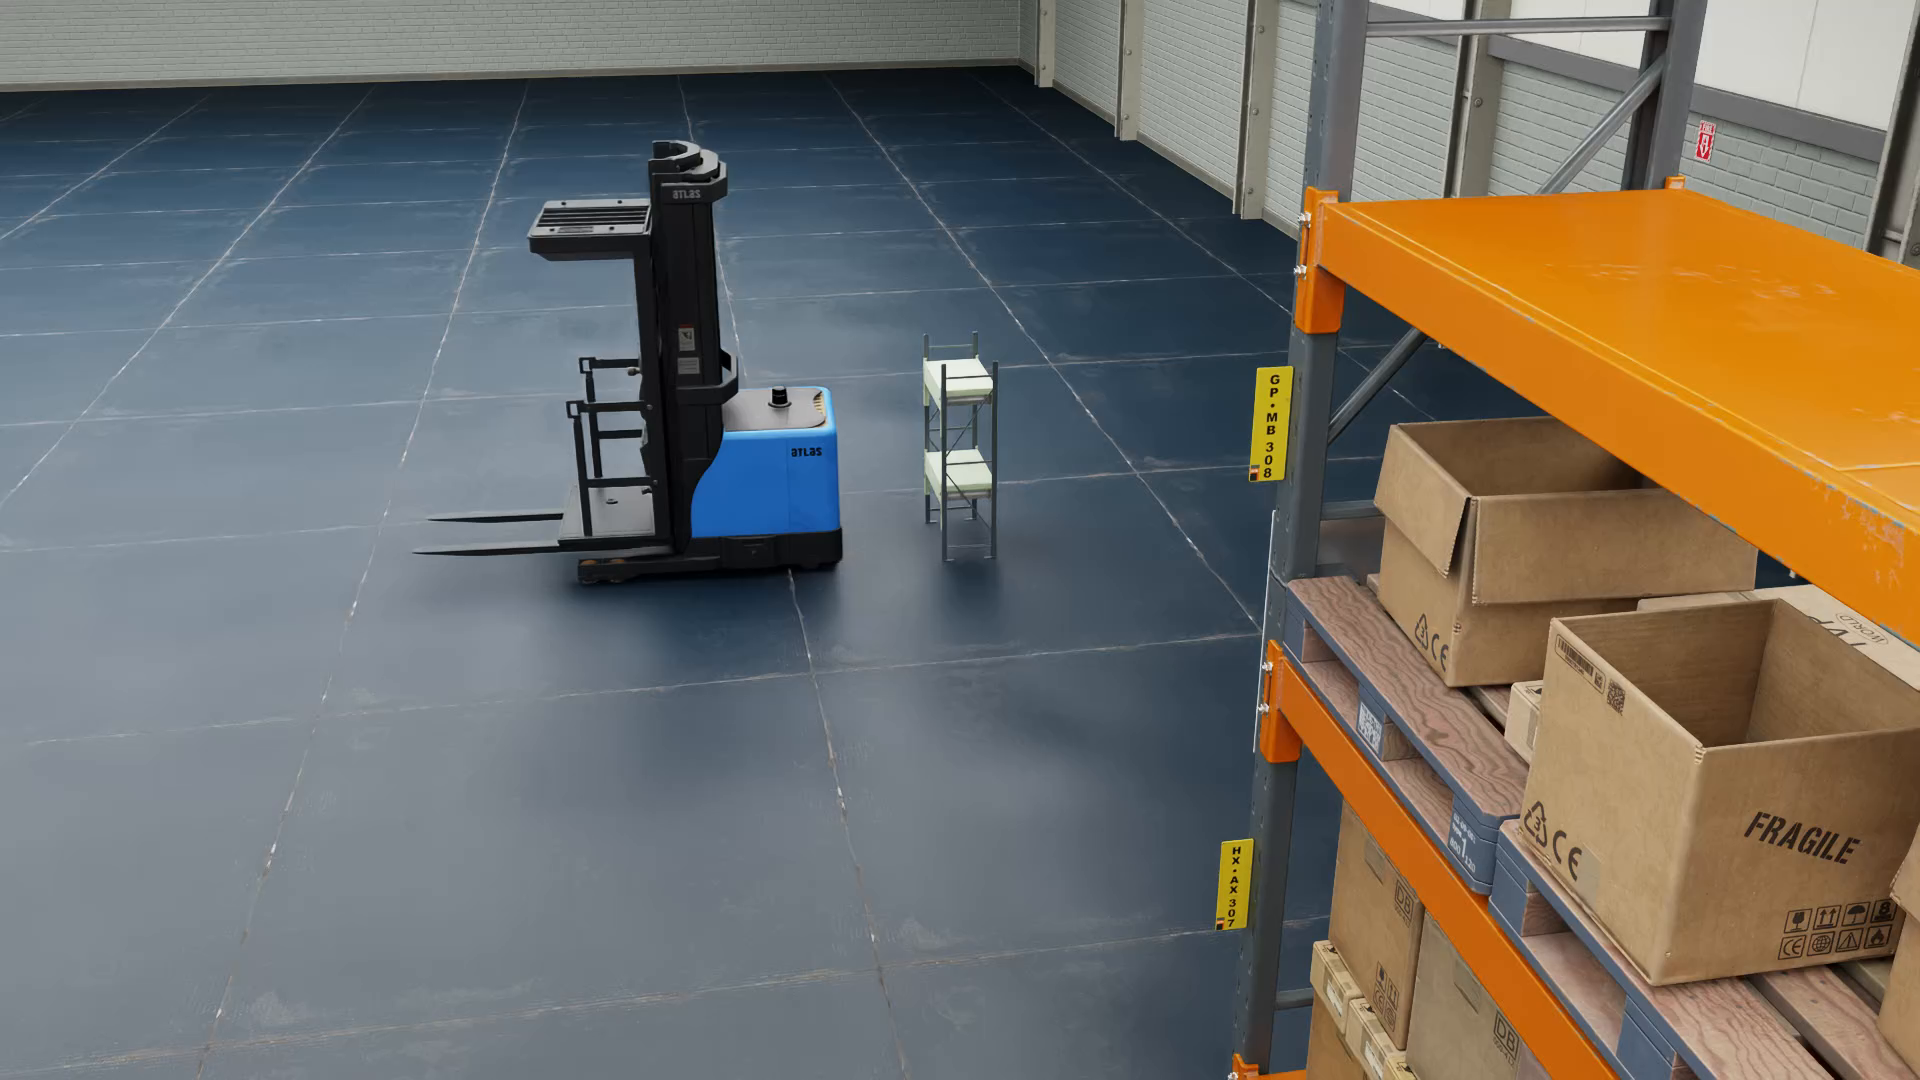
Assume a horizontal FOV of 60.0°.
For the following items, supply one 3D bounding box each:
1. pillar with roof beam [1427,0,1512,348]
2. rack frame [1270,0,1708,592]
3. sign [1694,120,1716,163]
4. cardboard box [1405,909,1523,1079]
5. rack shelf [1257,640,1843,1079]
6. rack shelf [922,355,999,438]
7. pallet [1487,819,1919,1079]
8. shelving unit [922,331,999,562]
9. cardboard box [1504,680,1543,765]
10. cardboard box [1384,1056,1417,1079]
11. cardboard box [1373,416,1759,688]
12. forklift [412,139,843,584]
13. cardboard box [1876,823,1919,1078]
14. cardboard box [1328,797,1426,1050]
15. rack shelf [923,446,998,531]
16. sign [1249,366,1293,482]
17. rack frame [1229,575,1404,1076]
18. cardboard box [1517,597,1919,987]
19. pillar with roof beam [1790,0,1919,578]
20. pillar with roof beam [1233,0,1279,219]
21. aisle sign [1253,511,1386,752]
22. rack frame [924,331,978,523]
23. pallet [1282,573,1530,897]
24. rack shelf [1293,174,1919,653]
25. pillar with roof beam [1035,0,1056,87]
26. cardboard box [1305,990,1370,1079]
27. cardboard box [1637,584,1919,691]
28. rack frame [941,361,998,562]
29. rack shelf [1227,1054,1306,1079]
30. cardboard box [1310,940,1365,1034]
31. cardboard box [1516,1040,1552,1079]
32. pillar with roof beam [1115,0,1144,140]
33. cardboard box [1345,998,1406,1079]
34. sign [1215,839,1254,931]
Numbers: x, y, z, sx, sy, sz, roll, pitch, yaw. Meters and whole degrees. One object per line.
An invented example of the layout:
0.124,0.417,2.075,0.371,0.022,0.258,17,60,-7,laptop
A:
0.790,-5.849,14.641,9.100,9.000,0.400,-4,24,-10,pillar with roof beam
1.392,-1.290,4.204,1.000,3.000,0.127,-4,24,-10,rack frame
5.807,-3.106,12.959,0.001,0.298,0.199,-4,24,-10,sign
1.578,1.230,4.182,0.700,0.500,0.500,-5,24,-11,cardboard box
1.762,1.201,3.147,1.077,0.370,4.000,-4,24,-10,rack shelf
-0.001,-1.048,12.042,0.431,0.370,0.720,-4,24,-10,rack shelf
1.727,0.886,3.080,1.003,0.211,1.213,-4,24,-10,pallet
-0.001,-0.690,12.198,0.431,1.500,0.755,-4,24,-10,shelving unit
1.437,0.419,3.653,0.380,0.149,0.250,-4,24,-10,cardboard box
1.350,1.488,4.403,0.380,0.149,0.250,-4,24,-10,cardboard box
1.494,0.007,4.153,0.797,0.503,0.637,-3,24,-6,cardboard box
-2.404,-1.256,11.707,3.031,2.935,1.130,-3,24,-6,forklift
1.951,0.697,2.574,0.797,0.503,0.637,-2,24,-4,cardboard box
1.476,1.024,4.655,0.700,0.500,0.500,-4,24,-10,cardboard box
-0.001,-0.391,12.329,0.431,0.370,0.720,-4,24,-10,rack shelf
0.846,-0.314,4.525,0.100,0.325,0.005,-4,24,-10,sign
1.392,1.459,5.405,1.000,3.000,0.127,-4,24,-10,rack frame
1.431,0.455,3.130,0.500,0.500,0.500,-4,24,-10,cardboard box
1.899,-3.489,9.237,9.100,9.000,0.400,-4,24,-10,pillar with roof beam
-0.320,-8.209,20.044,9.100,9.000,0.400,-4,24,-10,pillar with roof beam
1.079,0.264,4.892,0.394,0.787,0.004,-4,24,-10,aisle sign
-0.069,-0.834,12.528,0.400,1.500,0.023,-4,24,-10,rack frame
1.498,0.405,4.181,1.003,0.211,1.213,-4,24,-10,pallet
1.762,0.009,2.627,1.077,0.370,4.000,-4,24,-10,rack shelf
-2.539,-12.929,30.851,9.100,9.000,0.400,-4,24,-10,pillar with roof beam
1.466,1.598,4.962,0.700,0.500,0.500,-4,24,-10,cardboard box
1.864,0.330,3.730,0.500,0.250,0.500,-4,24,-10,cardboard box
0.066,-0.546,11.869,0.400,1.500,0.023,-4,24,-10,rack frame
1.762,2.575,3.747,1.077,0.370,4.000,-4,24,-10,rack shelf
1.253,1.286,4.865,0.380,0.149,0.250,-4,24,-10,cardboard box
1.672,1.429,3.728,0.700,0.500,0.500,-4,24,-10,cardboard box
-1.429,-10.569,25.448,9.100,9.000,0.400,-4,24,-10,pillar with roof beam
1.305,1.390,4.628,0.380,0.149,0.250,-5,24,-11,cardboard box
0.846,1.065,5.127,0.100,0.325,0.005,-4,24,-10,sign
